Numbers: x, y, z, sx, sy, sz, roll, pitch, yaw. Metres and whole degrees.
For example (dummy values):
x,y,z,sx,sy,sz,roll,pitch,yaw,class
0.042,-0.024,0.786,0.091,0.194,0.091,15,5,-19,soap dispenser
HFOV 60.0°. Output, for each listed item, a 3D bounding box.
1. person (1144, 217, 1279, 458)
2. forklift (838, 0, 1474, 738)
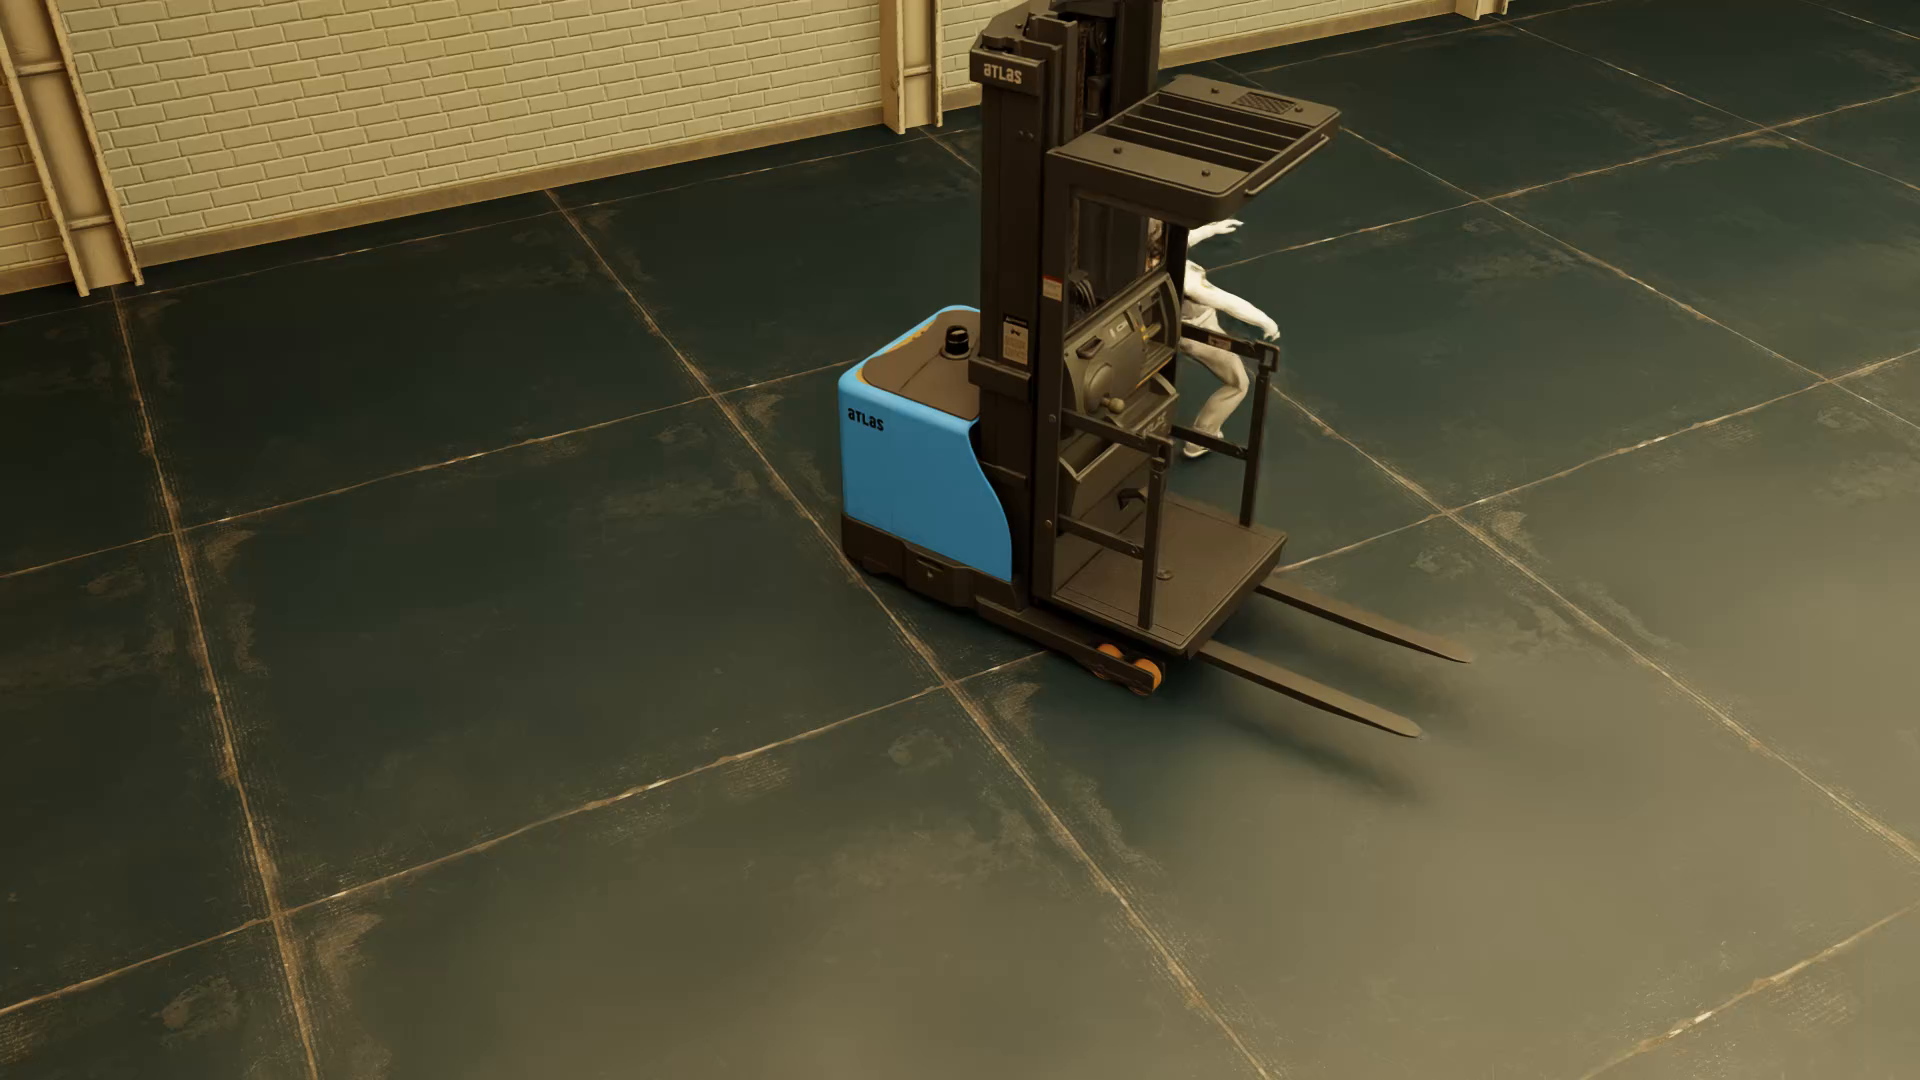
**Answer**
x,y,z,sx,sy,sz,roll,pitch,yaw,class
1.255,-1.095,8.878,0.871,1.463,0.761,19,39,24,person
0.899,-0.833,7.301,3.031,2.935,1.130,22,41,28,forklift
